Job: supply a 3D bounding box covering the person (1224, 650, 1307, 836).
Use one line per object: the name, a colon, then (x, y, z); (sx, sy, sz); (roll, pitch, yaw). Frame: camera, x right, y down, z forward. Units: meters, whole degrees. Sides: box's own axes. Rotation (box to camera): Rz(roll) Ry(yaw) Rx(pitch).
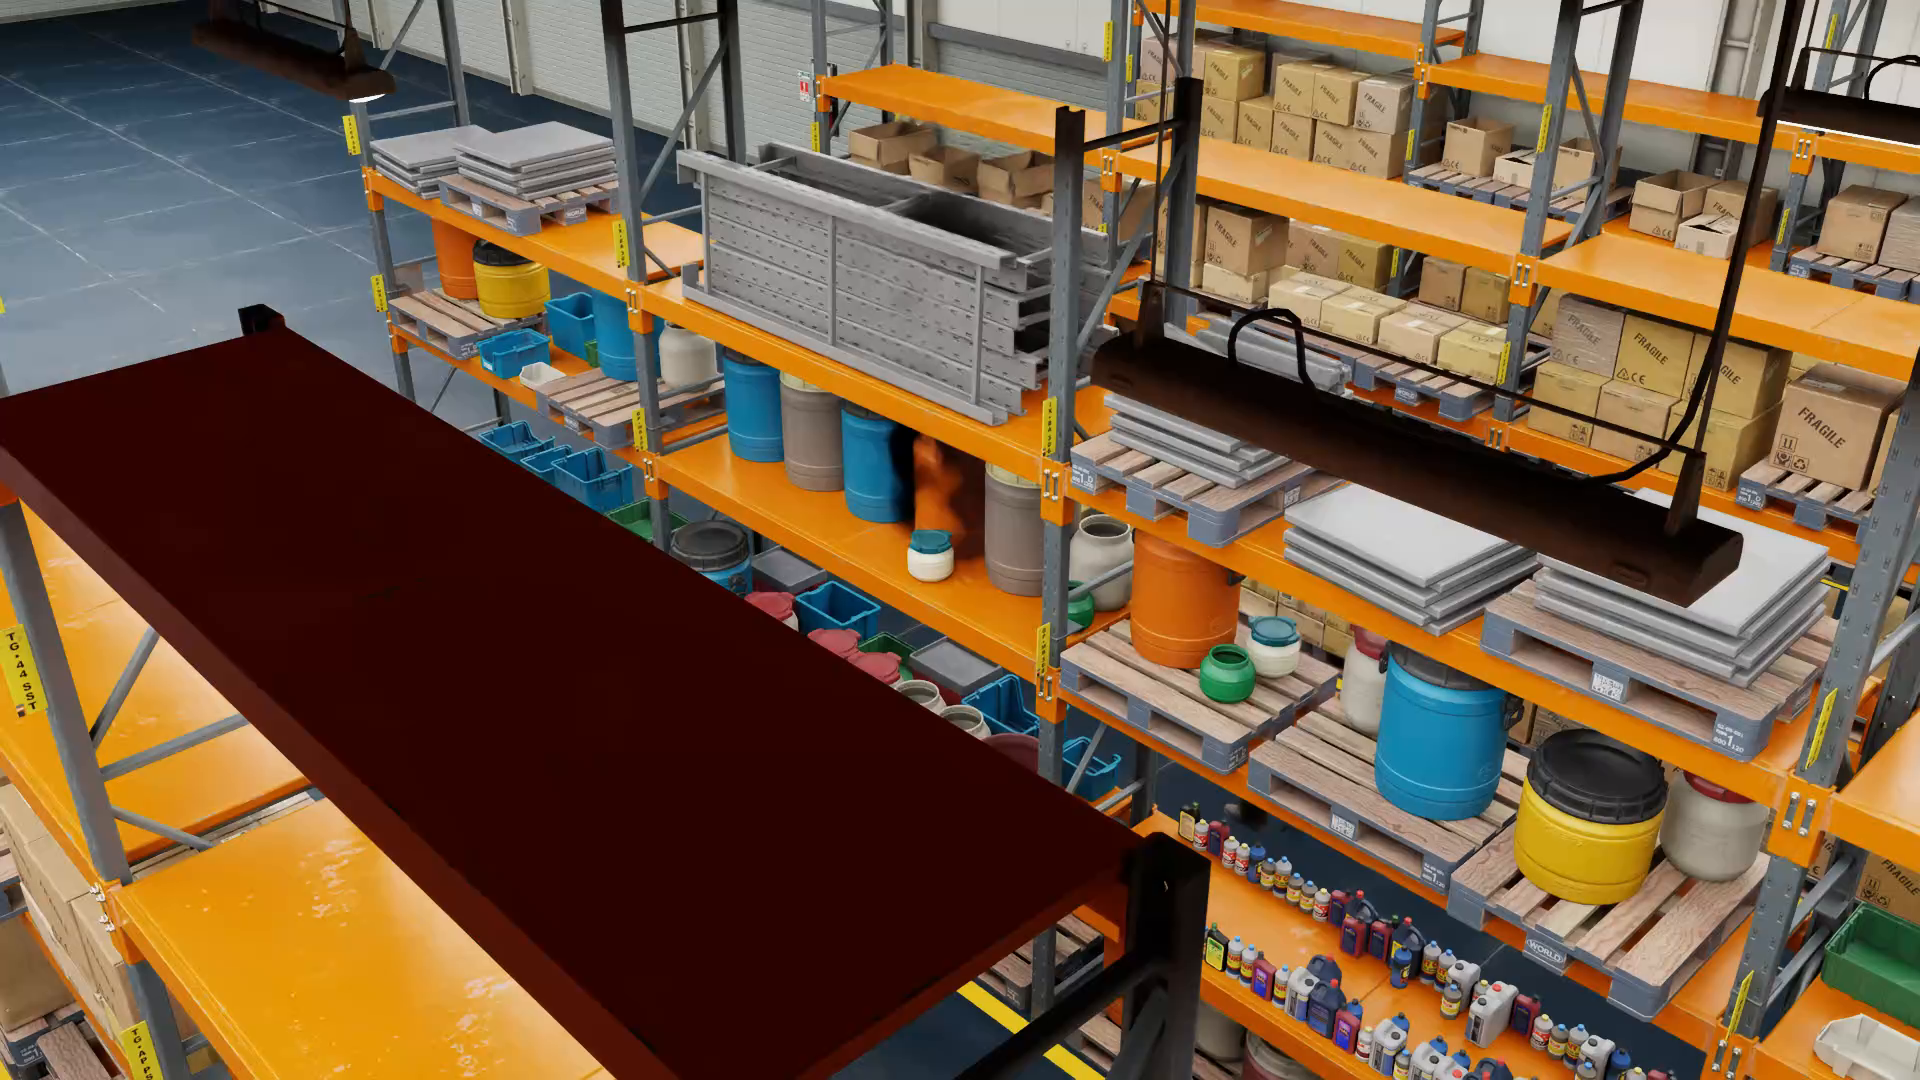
person: (2.212, 1.369, 11.843); (0.685, 1.756, 0.713); (23, 36, 36)
